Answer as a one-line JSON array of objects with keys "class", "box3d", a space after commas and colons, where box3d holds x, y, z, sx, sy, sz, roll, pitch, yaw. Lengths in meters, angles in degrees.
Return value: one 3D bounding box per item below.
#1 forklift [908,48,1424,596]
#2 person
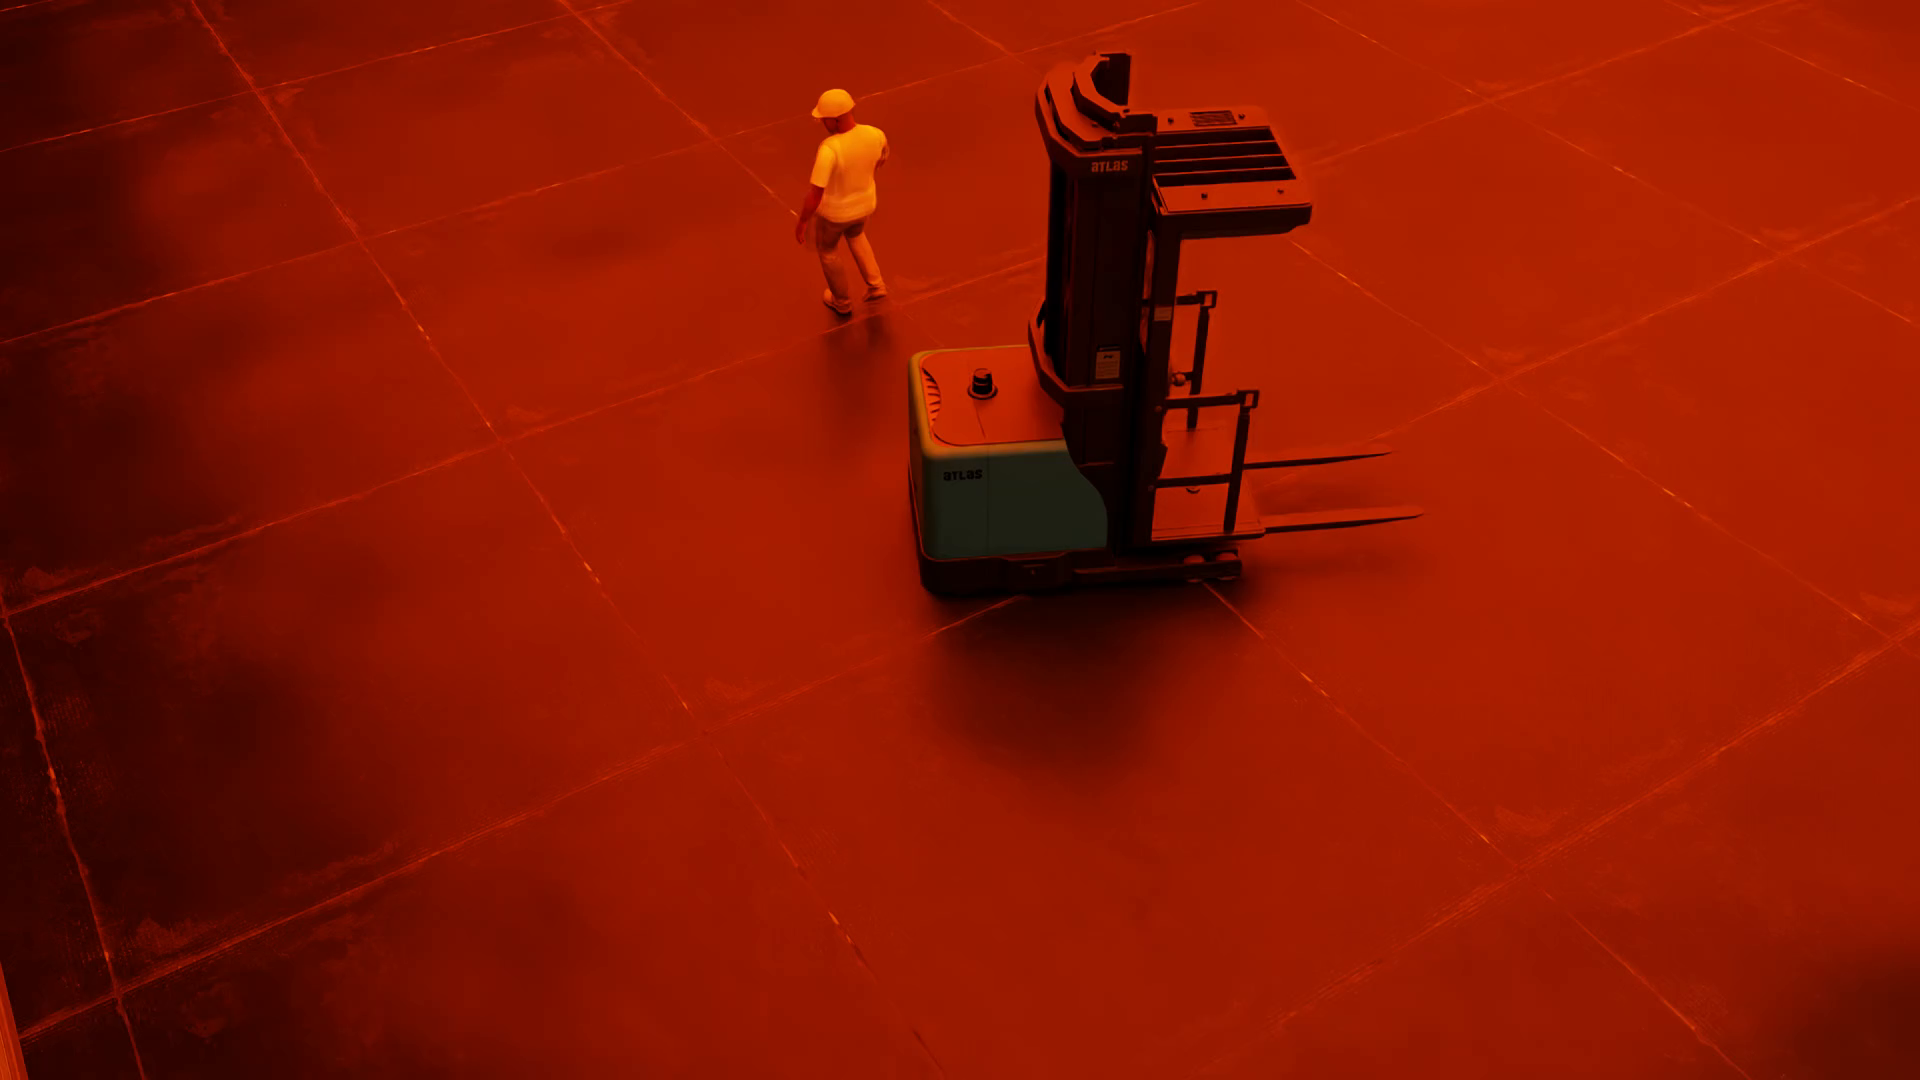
[{"class": "forklift", "box3d": [1.234, -1.196, 9.240, 3.031, 2.935, 1.130, -4, 41, -5]}, {"class": "person", "box3d": [-0.841, -2.310, 11.433, 0.788, 1.724, 0.527, -23, 46, -24]}]
